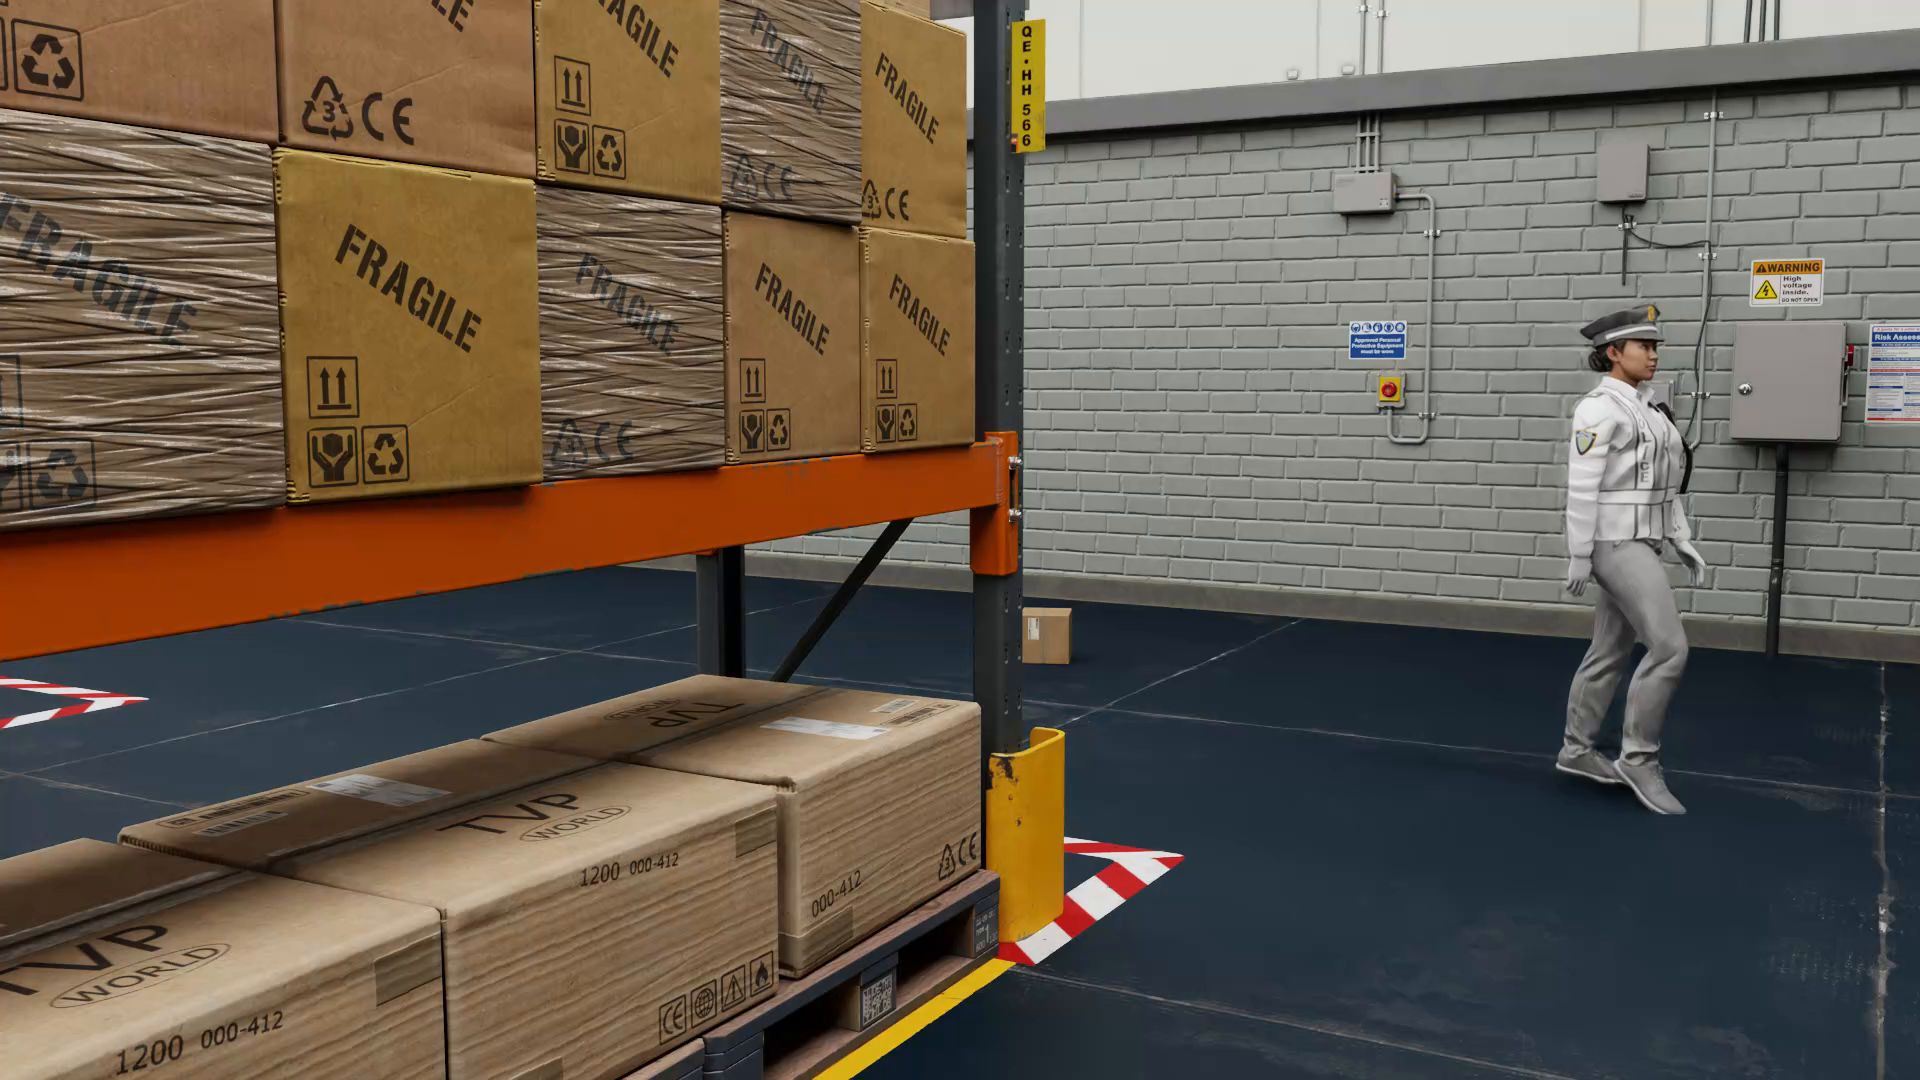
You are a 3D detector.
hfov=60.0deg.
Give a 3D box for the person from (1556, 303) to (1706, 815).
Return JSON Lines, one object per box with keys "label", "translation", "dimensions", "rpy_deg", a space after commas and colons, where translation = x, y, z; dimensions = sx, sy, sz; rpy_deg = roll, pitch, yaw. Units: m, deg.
{"label": "person", "translation": [2.330, 0.058, 5.746], "dimensions": [0.499, 1.736, 0.489], "rpy_deg": [5, 8, 41]}
